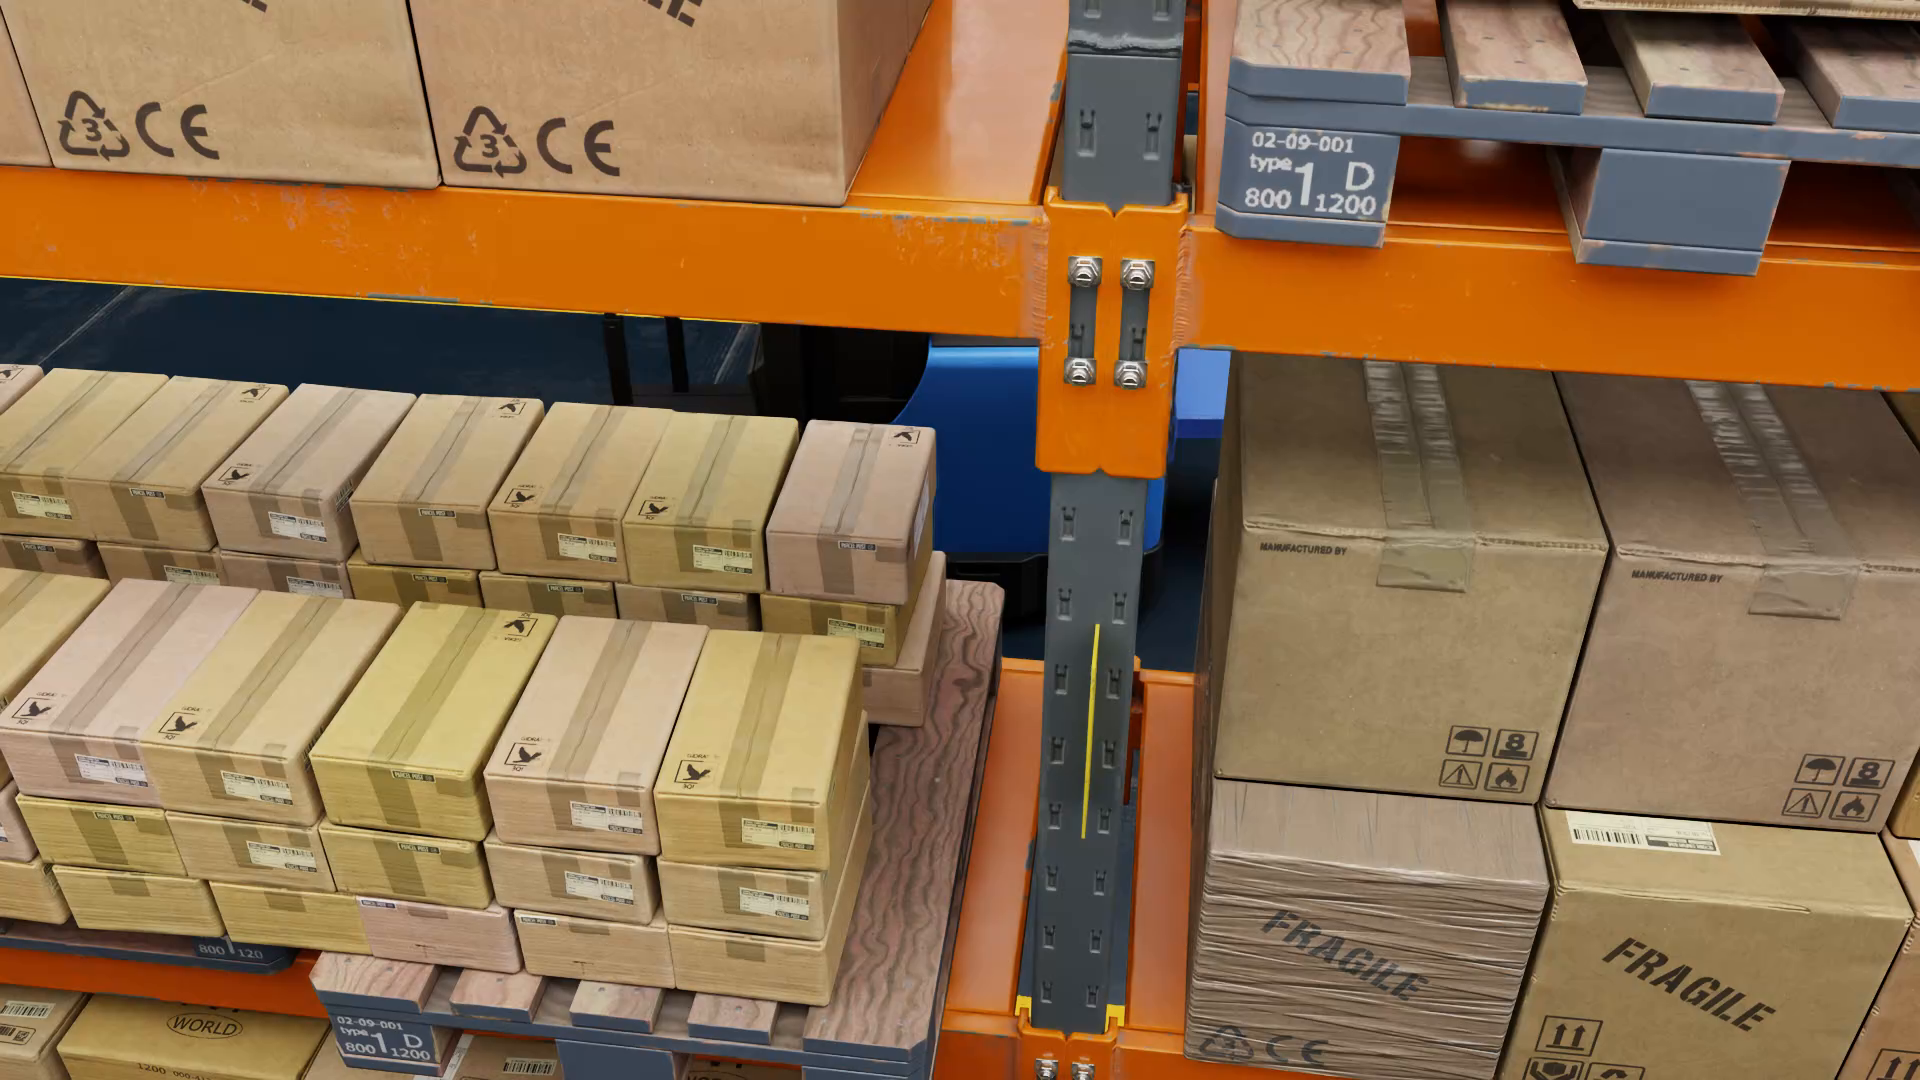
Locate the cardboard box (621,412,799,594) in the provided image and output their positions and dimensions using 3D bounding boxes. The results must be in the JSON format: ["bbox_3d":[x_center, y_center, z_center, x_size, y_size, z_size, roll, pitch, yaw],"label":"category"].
[{"bbox_3d":[-0.456,-0.076,3.117,0.250,0.149,0.380,3,36,5],"label":"cardboard box"}]

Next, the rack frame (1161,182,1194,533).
[{"bbox_3d":[0.718,-0.643,5.860,0.032,1.500,0.500,0,36,0],"label":"rack frame"}]

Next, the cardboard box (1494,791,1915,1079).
[{"bbox_3d":[1.160,0.583,2.765,0.500,0.500,0.500,4,36,6],"label":"cardboard box"}]

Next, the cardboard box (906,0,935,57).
[{"bbox_3d":[-0.288,-1.058,2.482,0.500,0.500,0.500,4,36,6],"label":"cardboard box"}]

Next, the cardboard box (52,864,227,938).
[{"bbox_3d":[-1.318,0.481,2.849,0.250,0.149,0.380,3,36,4],"label":"cardboard box"}]

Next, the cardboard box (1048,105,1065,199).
[{"bbox_3d":[0.100,-1.866,7.749,0.875,0.875,0.875,4,36,6],"label":"cardboard box"}]

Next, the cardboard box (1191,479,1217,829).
[{"bbox_3d":[0.725,0.237,3.250,0.500,0.500,0.500,4,36,6],"label":"cardboard box"}]

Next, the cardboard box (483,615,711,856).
[{"bbox_3d":[-0.549,0.296,2.595,0.250,0.149,0.380,4,36,5],"label":"cardboard box"}]

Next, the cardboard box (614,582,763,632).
[{"bbox_3d":[-0.479,0.039,3.212,0.250,0.149,0.380,6,36,8],"label":"cardboard box"}]

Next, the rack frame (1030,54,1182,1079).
[{"bbox_3d":[0.245,0.399,3.109,0.127,3.000,1.000,4,36,6],"label":"rack frame"}]

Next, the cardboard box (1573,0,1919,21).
[{"bbox_3d":[0.934,-0.817,1.859,0.500,0.311,0.500,4,36,6],"label":"cardboard box"}]

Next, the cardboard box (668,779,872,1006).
[{"bbox_3d":[-0.303,0.559,2.740,0.250,0.149,0.380,5,36,7],"label":"cardboard box"}]

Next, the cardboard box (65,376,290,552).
[{"bbox_3d":[-1.493,-0.154,3.226,0.250,0.149,0.380,5,36,7],"label":"cardboard box"}]

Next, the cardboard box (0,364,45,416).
[{"bbox_3d":[-2.007,-0.194,3.282,0.250,0.149,0.380,3,36,4],"label":"cardboard box"}]

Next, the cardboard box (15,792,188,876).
[{"bbox_3d":[-1.324,0.360,2.762,0.250,0.149,0.380,4,36,6],"label":"cardboard box"}]

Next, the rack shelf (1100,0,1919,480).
[{"bbox_3d":[2.228,-0.381,2.239,4.000,0.370,1.077,4,36,6],"label":"rack shelf"}]

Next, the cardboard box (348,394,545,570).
[{"bbox_3d":[-0.961,-0.116,3.174,0.250,0.149,0.380,3,36,4],"label":"cardboard box"}]

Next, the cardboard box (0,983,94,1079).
[{"bbox_3d":[-1.990,0.930,3.510,0.500,0.250,0.500,6,36,8],"label":"cardboard box"}]

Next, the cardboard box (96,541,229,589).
[{"bbox_3d":[-1.487,-0.036,3.318,0.250,0.149,0.380,4,36,6],"label":"cardboard box"}]

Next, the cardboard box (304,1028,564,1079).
[{"bbox_3d":[-0.970,1.010,3.398,0.500,0.250,0.500,5,36,7],"label":"cardboard box"}]

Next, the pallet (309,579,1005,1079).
[{"bbox_3d":[-0.476,0.486,3.152,1.003,0.211,1.213,4,36,6],"label":"pallet"}]

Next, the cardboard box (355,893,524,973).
[{"bbox_3d":[-0.805,0.521,2.793,0.250,0.149,0.380,5,36,7],"label":"cardboard box"}]

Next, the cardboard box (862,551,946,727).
[{"bbox_3d":[-0.174,0.181,3.269,0.250,0.149,0.380,4,36,5],"label":"cardboard box"}]

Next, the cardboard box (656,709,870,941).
[{"bbox_3d":[-0.303,0.435,2.657,0.250,0.149,0.380,5,36,7],"label":"cardboard box"}]

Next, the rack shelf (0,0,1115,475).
[{"bbox_3d":[-1.739,-0.677,2.654,4.000,0.370,1.077,4,36,6],"label":"rack shelf"}]

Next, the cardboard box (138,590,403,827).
[{"bbox_3d":[-1.074,0.259,2.647,0.250,0.149,0.380,5,36,7],"label":"cardboard box"}]

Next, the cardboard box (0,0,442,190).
[{"bbox_3d":[-0.852,-0.788,2.104,0.500,0.500,0.500,4,36,6],"label":"cardboard box"}]

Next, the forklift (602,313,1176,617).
[{"bbox_3d":[-0.813,-1.193,5.398,3.031,2.935,1.130,0,36,0],"label":"forklift"}]

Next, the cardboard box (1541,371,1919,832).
[{"bbox_3d":[1.190,0.027,2.683,0.500,0.500,0.700,4,36,5],"label":"cardboard box"}]

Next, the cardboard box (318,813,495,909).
[{"bbox_3d":[-0.830,0.398,2.708,0.250,0.149,0.380,5,36,7],"label":"cardboard box"}]

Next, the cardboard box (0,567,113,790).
[{"bbox_3d":[-1.582,0.219,2.703,0.250,0.149,0.380,6,36,8],"label":"cardboard box"}]

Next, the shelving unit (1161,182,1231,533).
[{"bbox_3d":[1.227,-0.643,5.860,1.048,1.500,0.538,0,36,0],"label":"shelving unit"}]

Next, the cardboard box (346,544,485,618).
[{"bbox_3d":[-0.994,0.003,3.263,0.250,0.149,0.380,4,36,6],"label":"cardboard box"}]

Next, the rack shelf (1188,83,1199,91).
[{"bbox_3d":[2.758,-2.020,7.117,4.000,0.370,1.077,4,36,6],"label":"rack shelf"}]
